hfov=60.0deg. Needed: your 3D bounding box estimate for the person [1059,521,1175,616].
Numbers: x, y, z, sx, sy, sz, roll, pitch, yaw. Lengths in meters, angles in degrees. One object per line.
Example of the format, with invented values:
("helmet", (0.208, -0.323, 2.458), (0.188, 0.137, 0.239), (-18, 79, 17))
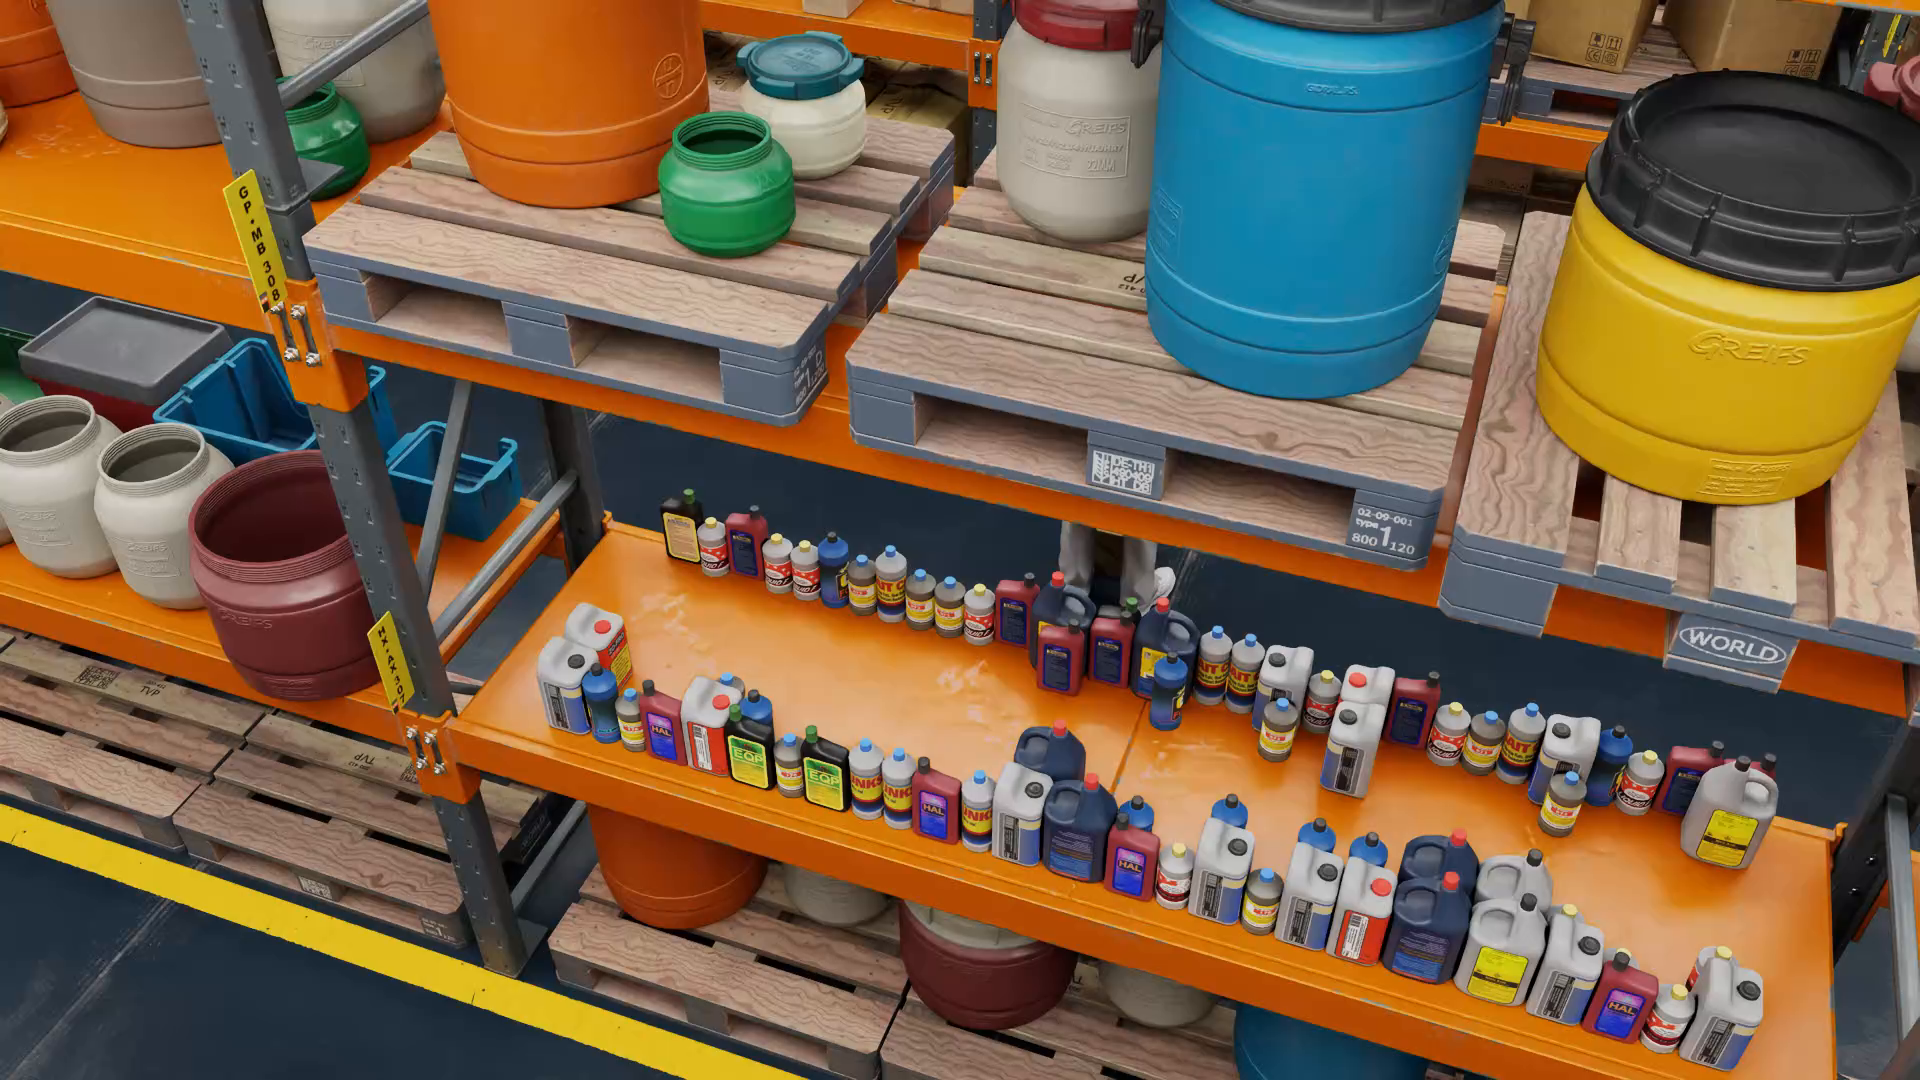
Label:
("person", (0.611, -0.435, 6.672), (0.655, 1.774, 0.415), (12, 42, 14))
